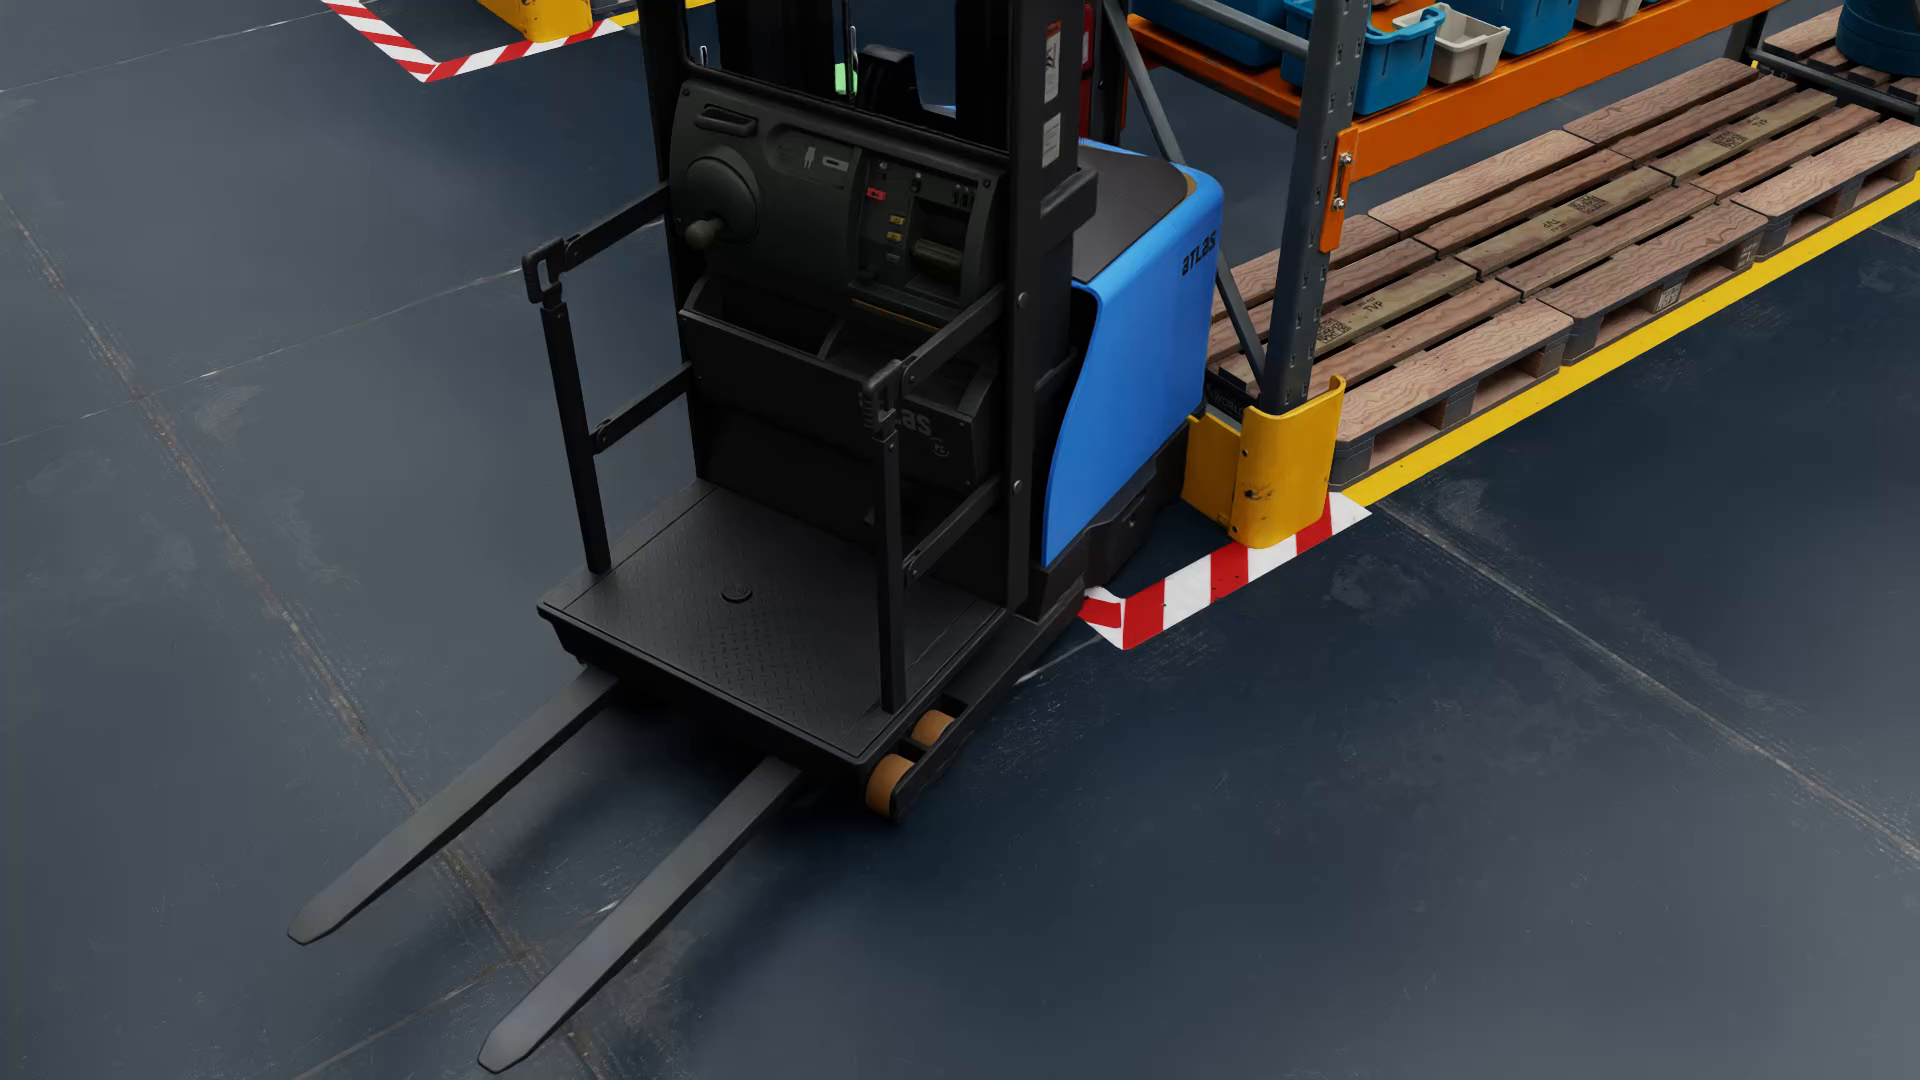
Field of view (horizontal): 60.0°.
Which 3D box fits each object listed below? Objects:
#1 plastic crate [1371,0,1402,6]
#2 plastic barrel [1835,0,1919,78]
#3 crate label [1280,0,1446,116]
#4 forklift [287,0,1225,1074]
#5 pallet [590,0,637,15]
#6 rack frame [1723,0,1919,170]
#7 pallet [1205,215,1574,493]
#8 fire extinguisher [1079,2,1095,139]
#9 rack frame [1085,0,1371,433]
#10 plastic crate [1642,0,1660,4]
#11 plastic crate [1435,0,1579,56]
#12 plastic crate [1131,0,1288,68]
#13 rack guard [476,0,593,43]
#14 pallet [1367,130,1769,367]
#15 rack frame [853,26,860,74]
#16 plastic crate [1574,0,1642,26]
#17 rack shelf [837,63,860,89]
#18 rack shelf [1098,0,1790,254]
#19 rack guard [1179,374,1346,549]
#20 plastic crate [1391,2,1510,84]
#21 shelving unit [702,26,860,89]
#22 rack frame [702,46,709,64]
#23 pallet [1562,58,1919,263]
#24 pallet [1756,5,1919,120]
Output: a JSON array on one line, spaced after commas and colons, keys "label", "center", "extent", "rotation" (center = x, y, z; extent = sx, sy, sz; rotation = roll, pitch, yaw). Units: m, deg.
[{"label": "plastic crate", "center": [1.252, -1.817, 5.261], "extent": [0.243, 0.136, 0.396], "rotation": [-26, 46, -28]}, {"label": "plastic barrel", "center": [4.329, -2.589, 7.364], "extent": [0.708, 0.901, 0.600], "rotation": [-26, 46, -28]}, {"label": "crate label", "center": [1.112, -1.378, 4.650], "extent": [0.303, 0.233, 0.416], "rotation": [-26, 46, -28]}, {"label": "forklift", "center": [-0.436, -0.750, 3.853], "extent": [1.130, 2.935, 3.031], "rotation": [22, 44, 25]}, {"label": "pallet", "center": [-1.716, -3.251, 9.047], "extent": [1.213, 0.211, 1.003], "rotation": [-26, 46, -28]}, {"label": "rack frame", "center": [3.887, -3.036, 6.586], "extent": [0.127, 3.000, 1.000], "rotation": [-26, 46, -28]}, {"label": "pallet", "center": [1.393, -0.711, 5.950], "extent": [1.213, 0.211, 1.003], "rotation": [-26, 46, -28]}, {"label": "fire extinguisher", "center": [0.319, -1.486, 5.052], "extent": [0.183, 0.674, 0.296], "rotation": [-26, 46, -28]}, {"label": "rack frame", "center": [0.715, -1.490, 4.701], "extent": [0.127, 3.000, 1.000], "rotation": [-26, 46, -28]}, {"label": "plastic crate", "center": [2.156, -1.887, 5.270], "extent": [0.300, 0.233, 0.416], "rotation": [-26, 46, -28]}, {"label": "plastic crate", "center": [1.634, -1.633, 4.960], "extent": [0.300, 0.233, 0.416], "rotation": [-26, 46, -28]}, {"label": "plastic crate", "center": [0.867, -1.750, 4.943], "extent": [0.499, 0.435, 0.616], "rotation": [-26, 46, -28]}, {"label": "rack guard", "center": [-2.322, -3.005, 8.519], "extent": [0.348, 0.500, 1.175], "rotation": [-26, 46, -28]}, {"label": "pallet", "center": [2.360, -1.180, 6.522], "extent": [1.213, 0.211, 1.003], "rotation": [-26, 46, -28]}, {"label": "rack frame", "center": [-0.310, -1.129, 5.680], "extent": [0.015, 1.200, 0.240], "rotation": [-12, 41, -14]}, {"label": "plastic crate", "center": [1.954, -1.686, 5.100], "extent": [0.298, 0.136, 0.250], "rotation": [-26, 46, -28]}, {"label": "rack shelf", "center": [-0.541, -1.401, 5.355], "extent": [0.480, 0.148, 0.258], "rotation": [-12, 41, -14]}, {"label": "rack shelf", "center": [2.301, -1.985, 5.872], "extent": [4.000, 0.370, 1.077], "rotation": [-26, 46, -28]}, {"label": "rack guard", "center": [0.704, -0.508, 5.475], "extent": [0.348, 0.500, 1.175], "rotation": [-26, 46, -28]}, {"label": "plastic crate", "center": [1.417, -1.423, 4.781], "extent": [0.298, 0.136, 0.250], "rotation": [-26, 46, -28]}, {"label": "shelving unit", "center": [-0.541, -1.079, 5.619], "extent": [0.503, 1.200, 0.258], "rotation": [-12, 41, -14]}, {"label": "rack frame", "center": [-0.772, -1.029, 5.559], "extent": [0.015, 1.200, 0.240], "rotation": [-12, 41, -14]}, {"label": "pallet", "center": [3.328, -1.654, 7.100], "extent": [1.213, 0.211, 1.003], "rotation": [-26, 46, -28]}, {"label": "pallet", "center": [4.524, -2.235, 7.808], "extent": [1.213, 0.211, 1.003], "rotation": [-26, 46, -28]}]
